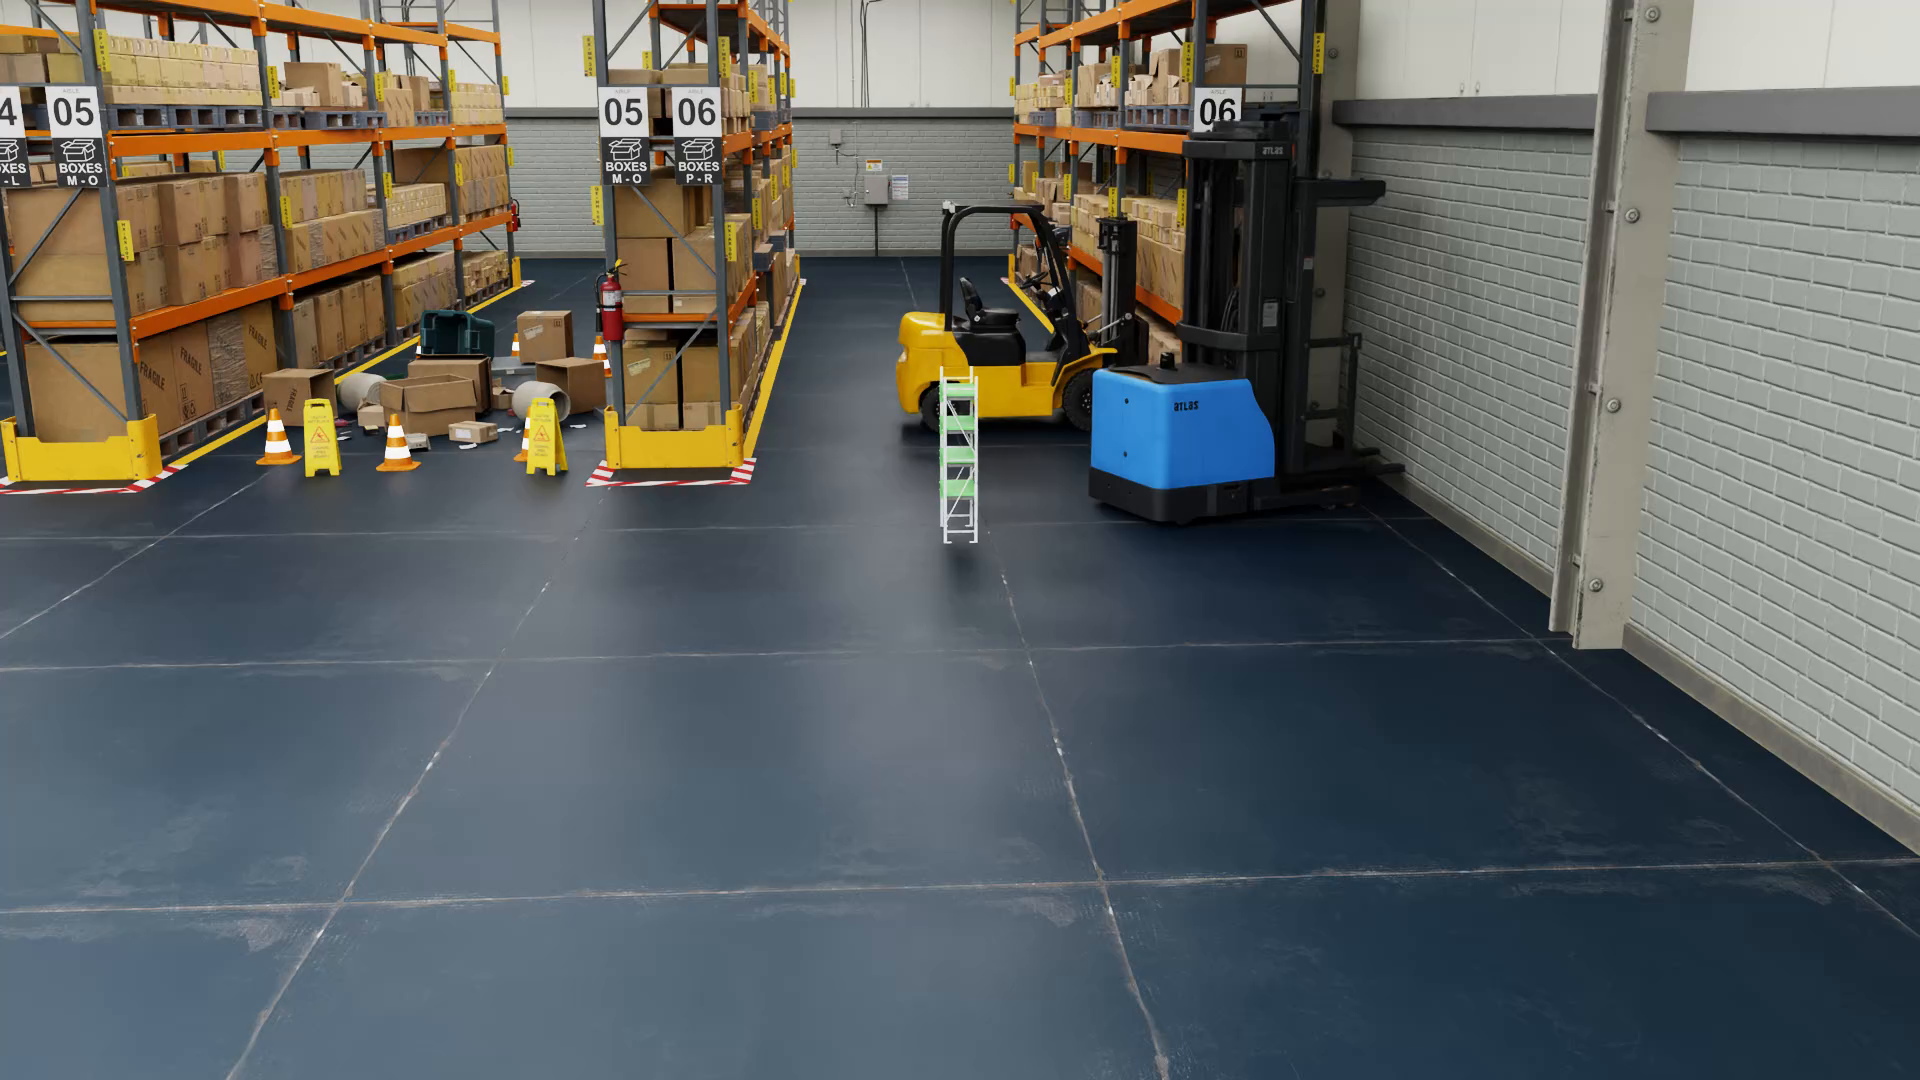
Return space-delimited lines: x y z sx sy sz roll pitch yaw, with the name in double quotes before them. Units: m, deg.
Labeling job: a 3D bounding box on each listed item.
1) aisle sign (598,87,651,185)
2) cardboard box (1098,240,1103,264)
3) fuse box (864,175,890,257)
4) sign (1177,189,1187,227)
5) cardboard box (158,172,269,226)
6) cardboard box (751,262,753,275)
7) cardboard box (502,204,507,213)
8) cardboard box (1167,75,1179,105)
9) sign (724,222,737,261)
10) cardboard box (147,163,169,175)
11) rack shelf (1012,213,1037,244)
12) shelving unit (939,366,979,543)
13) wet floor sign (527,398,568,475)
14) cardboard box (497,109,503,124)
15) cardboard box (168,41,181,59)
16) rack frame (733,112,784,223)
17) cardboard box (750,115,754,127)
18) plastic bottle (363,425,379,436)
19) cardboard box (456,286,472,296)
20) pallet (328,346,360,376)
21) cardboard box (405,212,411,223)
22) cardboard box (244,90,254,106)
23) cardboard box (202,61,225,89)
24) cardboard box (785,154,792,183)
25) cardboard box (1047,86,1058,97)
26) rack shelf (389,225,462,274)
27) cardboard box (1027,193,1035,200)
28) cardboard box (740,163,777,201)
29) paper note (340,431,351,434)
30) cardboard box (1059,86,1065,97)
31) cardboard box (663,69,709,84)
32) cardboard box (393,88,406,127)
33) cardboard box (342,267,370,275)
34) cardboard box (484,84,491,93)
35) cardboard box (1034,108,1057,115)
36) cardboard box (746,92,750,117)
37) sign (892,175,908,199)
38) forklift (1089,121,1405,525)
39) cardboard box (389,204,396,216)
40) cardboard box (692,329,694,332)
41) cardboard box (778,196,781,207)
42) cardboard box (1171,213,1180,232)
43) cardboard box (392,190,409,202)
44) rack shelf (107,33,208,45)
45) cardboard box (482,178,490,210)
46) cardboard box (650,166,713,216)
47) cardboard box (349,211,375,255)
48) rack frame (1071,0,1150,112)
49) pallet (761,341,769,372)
"aisle sign" -2.777 -3.342 13.779 0.394 0.787 0.004 -1 14 -3
"cardboard box" 1.885 -3.349 19.324 0.500 0.250 0.500 -1 14 -4
"fuse box" -1.750 -6.856 35.241 0.539 1.711 0.414 -1 14 -3
"sign" 1.920 -2.851 14.289 0.100 0.325 0.005 -1 14 -3
"cardboard box" -7.685 -3.500 17.140 0.875 0.550 0.550 -1 14 -3
"cardboard box" -2.416 -2.901 17.786 0.380 0.149 0.250 -1 14 -4
"cardboard box" -8.115 -5.782 28.984 0.380 0.149 0.250 -1 14 -3
"cardboard box" 2.092 -4.085 15.088 0.396 0.266 0.258 -1 14 -3
"sign" -1.950 -2.531 14.105 0.100 0.325 0.005 -1 14 -3
"cardboard box" -12.960 -5.744 26.531 0.500 0.500 0.500 -1 14 -5
"rack shelf" 1.595 -5.314 28.104 1.077 0.370 4.000 -1 14 -3
"shelving unit" -0.010 -0.622 12.037 0.258 1.200 0.503 -1 14 -3
"wet floor sign" -3.548 -0.899 14.226 0.267 0.644 0.232 4 15 16
"cardboard box" -8.125 -7.252 28.473 0.500 0.250 0.500 -1 14 -5
"cardboard box" -7.207 -4.375 14.850 0.380 0.149 0.250 -1 14 -4
"rack frame" -3.235 -5.088 25.780 1.000 3.000 0.127 -1 14 -3
"cardboard box" -2.865 -5.216 20.054 0.797 0.503 0.637 -1 14 -3
"plastic bottle" -5.682 -1.063 16.037 0.133 0.061 0.283 -6 16 -23
"cardboard box" -7.872 -3.904 26.059 0.380 0.149 0.250 -2 15 -6
"pallet" -7.876 -2.141 19.923 1.003 0.211 1.213 -1 14 -3
"cardboard box" -7.819 -4.454 22.980 0.380 0.149 0.250 0 14 -2
"cardboard box" -7.316 -4.431 16.669 0.380 0.149 0.250 -1 14 -3
"cardboard box" -7.327 -4.404 15.763 0.500 0.250 0.500 -1 14 -4
"cardboard box" -3.154 -6.369 28.554 0.500 0.500 0.500 -1 14 -3
"cardboard box" 1.453 -6.429 23.837 0.380 0.149 0.250 -1 14 -3
"rack shelf" -8.046 -4.140 23.541 1.077 0.370 4.000 -1 14 -3
"cardboard box" 1.380 -5.608 27.507 0.500 0.250 0.500 -1 14 -4
"cardboard box" -2.831 -5.004 23.248 0.500 0.500 0.500 0 14 -2
"paper note" -5.923 -1.037 16.035 0.032 0.001 0.123 7 16 26
"cardboard box" 1.587 -6.228 23.098 0.380 0.149 0.250 -1 14 -5
"cardboard box" -2.310 -3.912 14.094 0.380 0.149 0.250 -1 14 -4
"cardboard box" -7.730 -5.763 22.183 0.500 0.500 0.500 -1 14 -3
"cardboard box" -8.226 -3.513 22.330 0.500 0.250 0.500 -1 14 -5
"cardboard box" -8.045 -7.527 27.739 0.380 0.149 0.250 -1 14 -3
"cardboard box" 1.439 -6.805 26.140 0.500 0.250 0.500 -1 14 -3
"cardboard box" -2.443 -4.516 17.243 0.500 0.250 0.500 -1 14 -4
"sign" -1.270 -7.494 35.322 0.329 0.494 0.001 -1 14 -3
"forklift" 2.563 -1.765 13.004 3.031 2.935 1.130 -7 16 -26
"cardboard box" -7.770 -4.408 22.202 0.380 0.149 0.250 0 14 -1
"cardboard box" -2.897 -1.920 16.639 0.500 0.500 0.500 0 14 -1
"cardboard box" -2.889 -4.898 24.341 0.500 0.250 0.500 -1 14 -2
"cardboard box" 2.140 -2.899 15.173 0.380 0.149 0.250 -1 14 -2
"cardboard box" -7.822 -4.740 22.896 0.380 0.149 0.250 0 14 -1
"rack shelf" -13.250 -7.795 26.510 1.077 0.370 4.000 -1 14 -3
"cardboard box" -8.044 -5.687 27.313 0.500 0.500 0.500 0 14 -1
"cardboard box" -2.929 -3.662 17.434 0.700 0.500 0.500 -1 14 -4
"cardboard box" -7.596 -3.808 20.605 0.500 0.500 0.500 -1 14 -3
"rack frame" 1.966 -7.076 21.467 1.000 3.000 0.127 -1 14 -3
"pallet" -2.868 -2.245 20.329 1.003 0.211 1.213 -1 14 -3
